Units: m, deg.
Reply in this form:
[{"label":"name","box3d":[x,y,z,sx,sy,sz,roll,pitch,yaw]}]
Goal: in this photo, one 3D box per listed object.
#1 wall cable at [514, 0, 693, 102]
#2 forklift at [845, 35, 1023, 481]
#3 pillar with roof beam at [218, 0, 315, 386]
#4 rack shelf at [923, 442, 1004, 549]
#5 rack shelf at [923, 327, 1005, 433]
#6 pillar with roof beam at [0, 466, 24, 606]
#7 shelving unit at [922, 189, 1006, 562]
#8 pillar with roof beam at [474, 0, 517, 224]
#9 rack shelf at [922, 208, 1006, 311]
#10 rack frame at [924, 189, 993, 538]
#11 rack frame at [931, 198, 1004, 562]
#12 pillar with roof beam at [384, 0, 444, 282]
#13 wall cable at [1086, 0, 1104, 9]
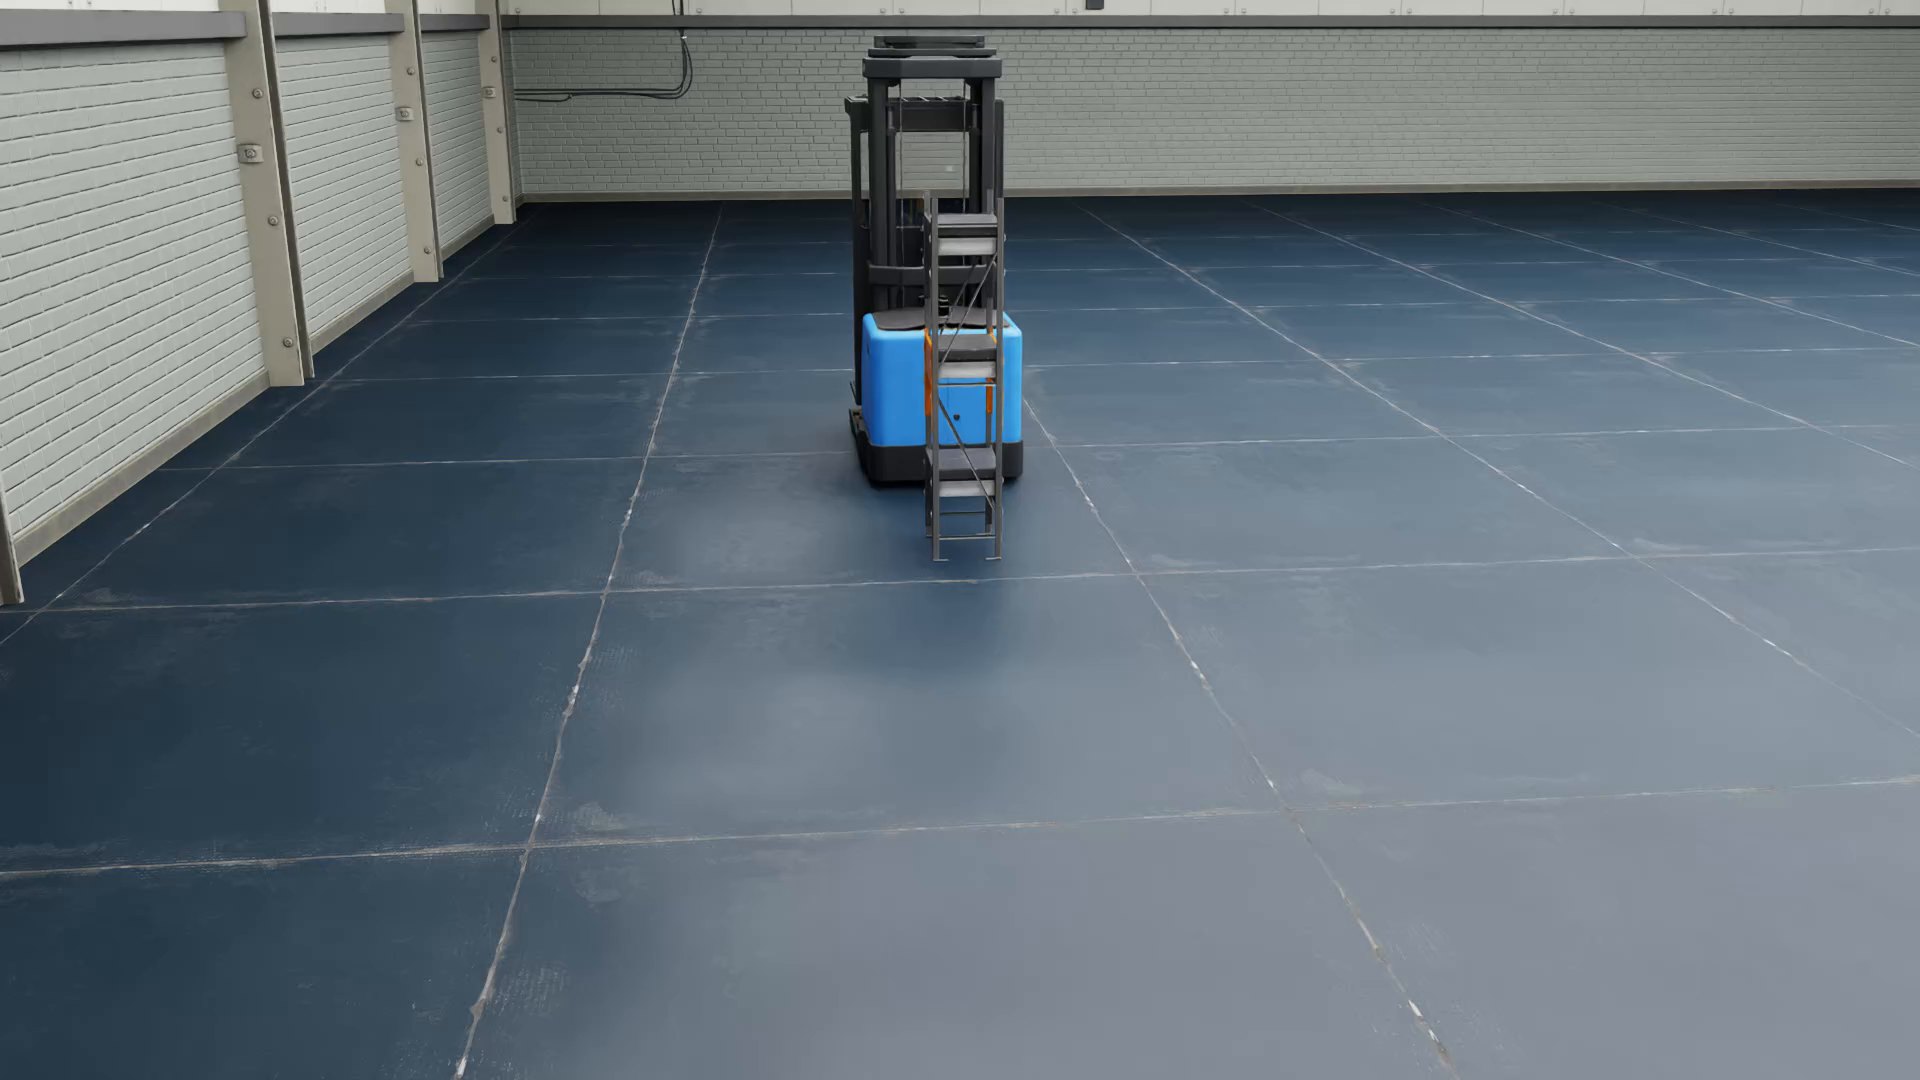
[{"label":"wall cable","box3d":[-6.112,-8.701,28.051,3.097,2.526,0.112,-2,18,-6]},{"label":"forklift","box3d":[-0.263,-2.192,12.267,1.130,2.935,3.031,-2,18,-7]},{"label":"pillar with roof beam","box3d":[-1.603,-5.821,13.696,9.100,9.000,0.400,-2,18,-6]},{"label":"rack shelf","box3d":[0.017,-0.272,9.919,0.431,0.518,0.480,-2,18,-6]},{"label":"rack shelf","box3d":[0.017,-0.939,9.710,0.431,0.518,0.480,-2,18,-6]},{"label":"pillar with roof beam","box3d":[-0.984,-4.034,8.002,9.100,9.000,0.400,-2,18,-6]},{"label":"shelving unit","box3d":[0.017,-0.952,9.705,0.431,2.100,0.503,-2,18,-6]},{"label":"pillar with roof beam","box3d":[-2.841,-9.396,25.084,9.100,9.000,0.400,-2,18,-6]},{"label":"rack shelf","box3d":[0.017,-1.607,9.500,0.431,0.518,0.480,-2,18,-6]},{"label":"rack frame","box3d":[-0.008,-1.025,9.937,0.400,2.100,0.015,-2,18,-6]},{"label":"rack frame","box3d":[0.042,-0.880,9.474,0.400,2.100,0.015,-2,18,-6]},{"label":"pillar with roof beam","box3d":[-2.222,-7.609,19.390,9.100,9.000,0.400,-2,18,-6]},{"label":"wall cable","box3d":[3.333,-12.093,27.996,2.305,6.003,0.169,-2,18,-6]}]
